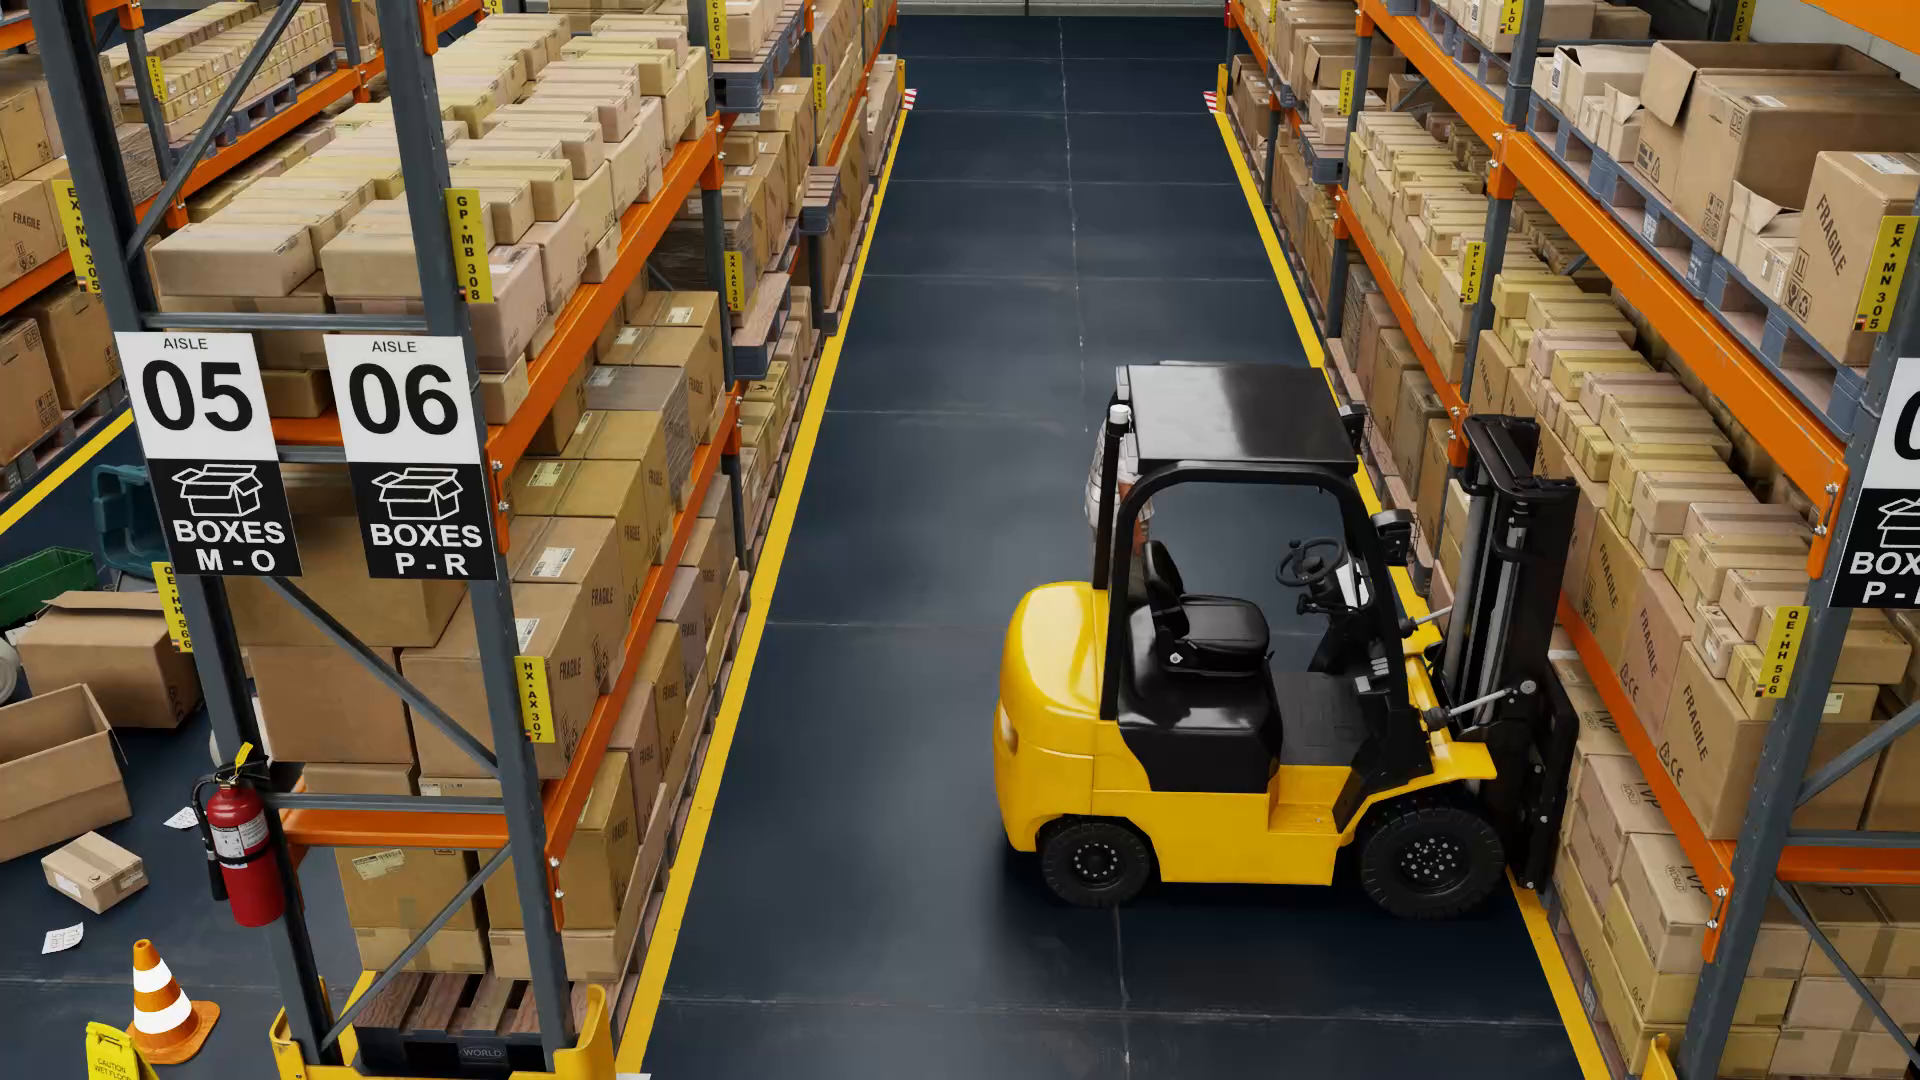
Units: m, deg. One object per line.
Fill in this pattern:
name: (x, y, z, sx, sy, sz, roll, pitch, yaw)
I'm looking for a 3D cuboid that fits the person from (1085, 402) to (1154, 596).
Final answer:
person: (0.869, -0.113, 8.841, 0.399, 1.652, 0.564, -1, 28, -1)
